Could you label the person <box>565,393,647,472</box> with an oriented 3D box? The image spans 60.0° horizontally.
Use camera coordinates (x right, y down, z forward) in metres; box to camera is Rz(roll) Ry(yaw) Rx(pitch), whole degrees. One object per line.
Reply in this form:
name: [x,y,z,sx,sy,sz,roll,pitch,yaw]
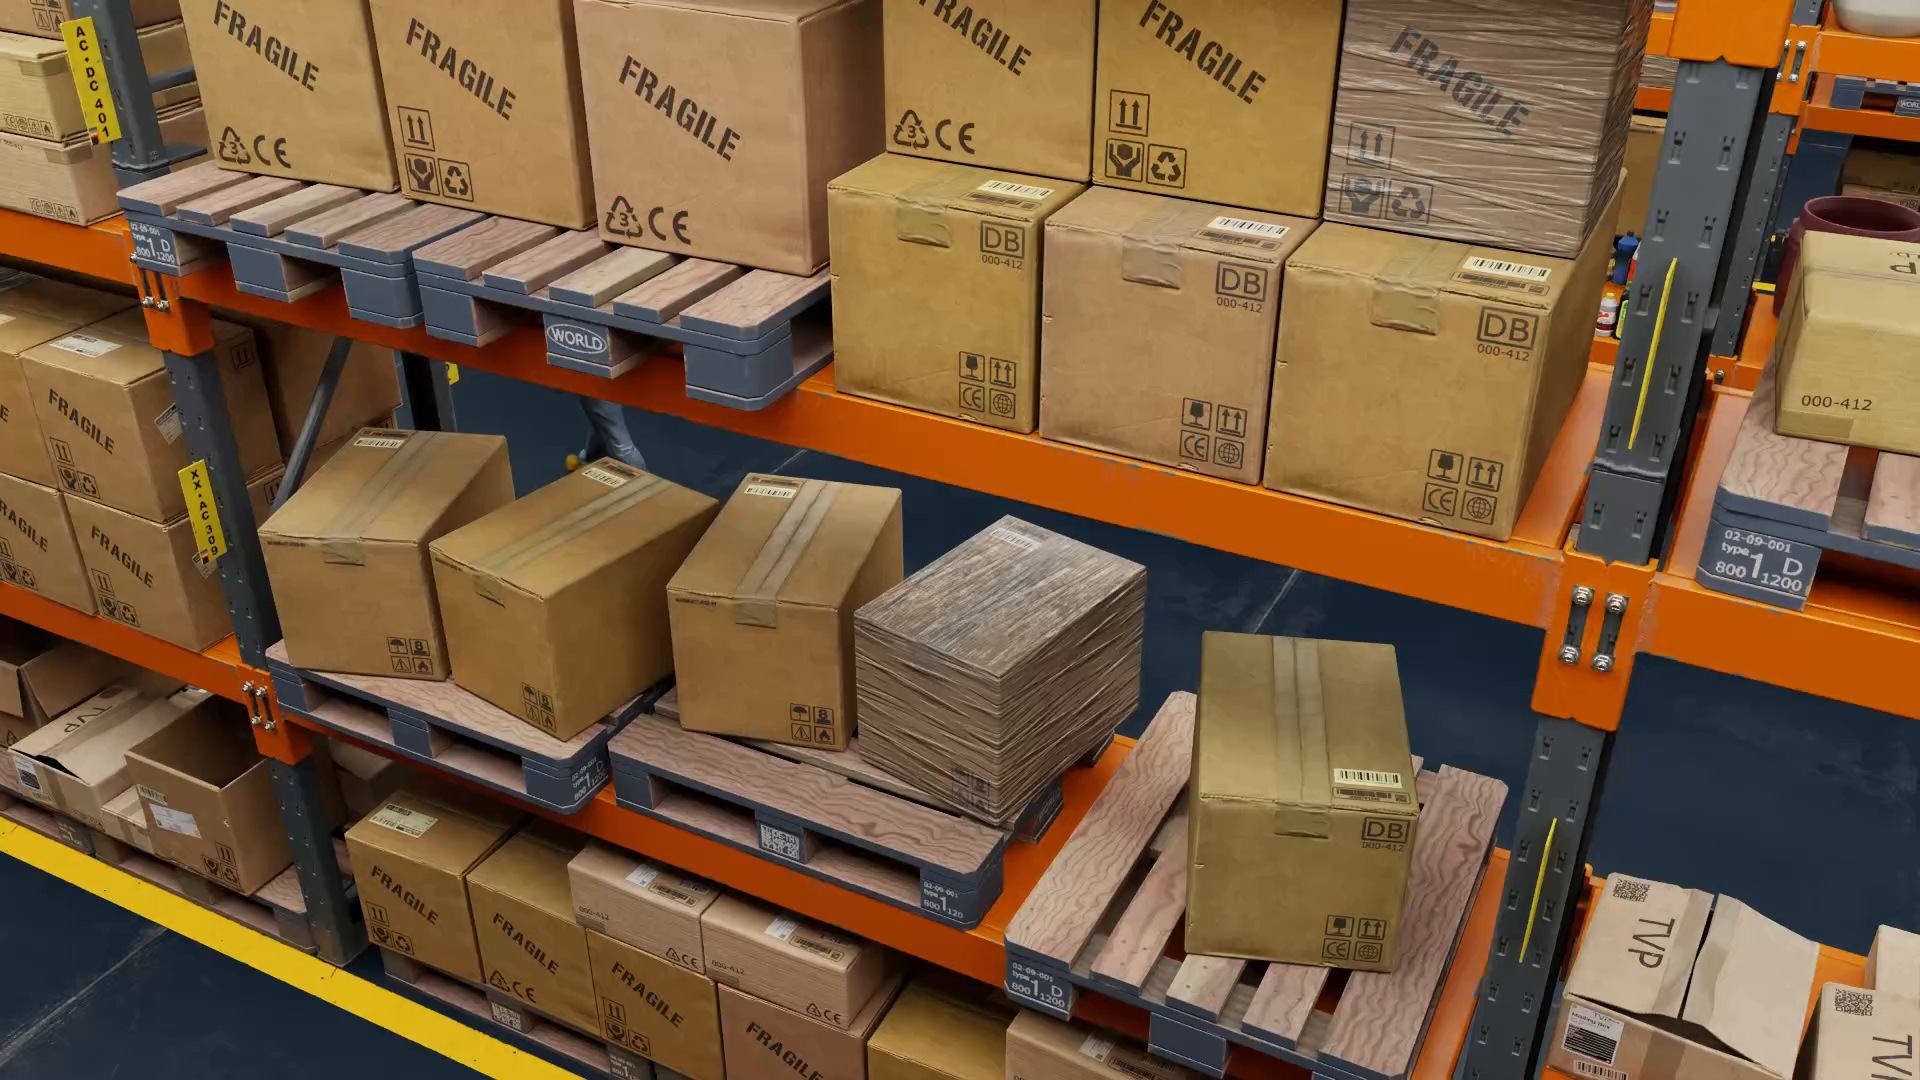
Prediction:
person: [-1.967,-0.952,8.763,0.968,1.679,0.567,21,36,32]
